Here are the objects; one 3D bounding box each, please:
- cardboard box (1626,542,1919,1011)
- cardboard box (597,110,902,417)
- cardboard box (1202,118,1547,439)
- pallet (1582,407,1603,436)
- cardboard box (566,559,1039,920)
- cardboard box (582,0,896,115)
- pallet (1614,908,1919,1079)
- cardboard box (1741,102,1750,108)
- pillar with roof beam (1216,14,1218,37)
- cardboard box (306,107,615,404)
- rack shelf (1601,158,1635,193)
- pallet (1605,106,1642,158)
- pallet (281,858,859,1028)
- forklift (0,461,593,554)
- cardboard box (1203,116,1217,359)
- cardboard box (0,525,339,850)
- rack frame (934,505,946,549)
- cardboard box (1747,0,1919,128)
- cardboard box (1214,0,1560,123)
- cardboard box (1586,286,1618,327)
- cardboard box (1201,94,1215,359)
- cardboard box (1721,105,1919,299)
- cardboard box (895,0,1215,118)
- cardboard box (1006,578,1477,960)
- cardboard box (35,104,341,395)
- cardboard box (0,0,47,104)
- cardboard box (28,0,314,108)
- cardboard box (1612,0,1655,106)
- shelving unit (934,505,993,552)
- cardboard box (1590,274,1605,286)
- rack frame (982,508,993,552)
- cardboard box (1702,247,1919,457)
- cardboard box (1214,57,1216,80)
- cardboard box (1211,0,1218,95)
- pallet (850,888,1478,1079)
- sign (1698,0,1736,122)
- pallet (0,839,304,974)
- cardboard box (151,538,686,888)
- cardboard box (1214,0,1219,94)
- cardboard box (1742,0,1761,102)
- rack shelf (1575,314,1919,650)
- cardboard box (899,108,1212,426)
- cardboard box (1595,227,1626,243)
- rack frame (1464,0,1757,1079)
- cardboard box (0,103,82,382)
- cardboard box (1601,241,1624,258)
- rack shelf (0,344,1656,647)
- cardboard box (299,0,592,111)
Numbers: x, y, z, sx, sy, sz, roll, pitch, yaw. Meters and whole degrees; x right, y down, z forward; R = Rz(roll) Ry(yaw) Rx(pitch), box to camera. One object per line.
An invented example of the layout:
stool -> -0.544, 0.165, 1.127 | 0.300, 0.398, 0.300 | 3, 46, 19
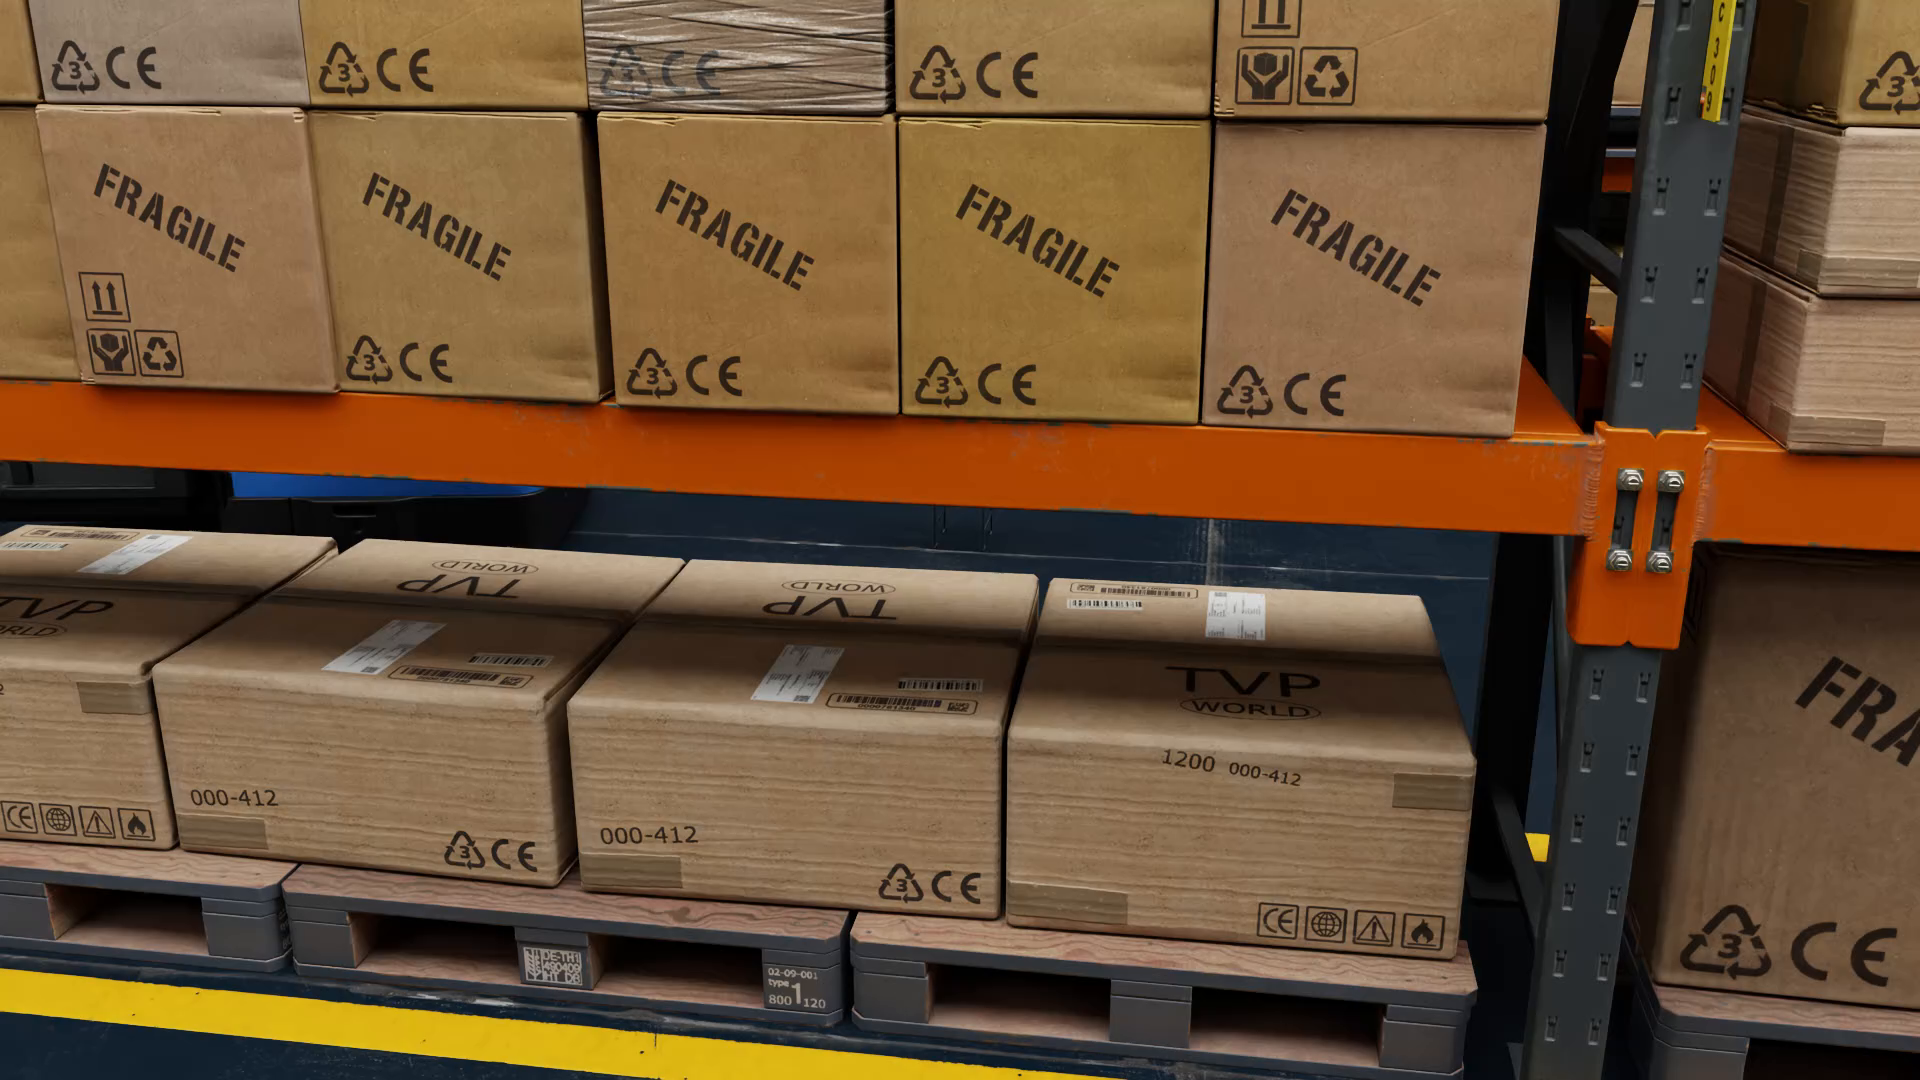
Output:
cardboard box -> 1.814, 0.316, 3.319 | 0.875, 0.875, 0.875 | 4, 19, 10
cardboard box -> -0.317, -0.535, 3.016 | 0.500, 0.500, 0.500 | 3, 19, 8
cardboard box -> 0.690, -0.490, 2.882 | 0.500, 0.500, 0.500 | 3, 19, 9
pallet -> 2.781, -0.703, 8.071 | 1.213, 0.211, 1.003 | 3, 19, 9
cardboard box -> -0.298, 0.407, 3.736 | 0.875, 0.438, 0.875 | 2, 19, 7
cardboard box -> -0.325, -1.009, 2.857 | 0.500, 0.500, 0.500 | 3, 19, 9
pallet -> 1.963, 0.839, 3.464 | 1.213, 0.211, 1.003 | 3, 19, 9
cardboard box -> 1.663, -0.719, 3.173 | 0.500, 0.250, 0.500 | 3, 19, 9
pillar with roof beam -> 0.745, -3.868, 3.681 | 0.400, 9.000, 9.100 | 3, 19, 9
cardboard box -> -0.832, -0.566, 3.109 | 0.500, 0.500, 0.500 | 4, 19, 10
rack shelf -> 3.947, -1.612, 7.529 | 4.000, 0.370, 1.077 | 3, 19, 9
pallet -> 2.744, -1.889, 7.523 | 1.213, 0.211, 1.003 | 3, 19, 9
pallet -> -0.758, 0.700, 3.878 | 1.213, 0.211, 1.003 | 3, 19, 9
forklift -> -2.981, -1.400, 5.868 | 3.031, 2.935, 1.130 | -1, 19, -1
cardboard box -> 0.767, -0.652, 3.367 | 0.500, 0.500, 0.500 | 4, 19, 10
cardboard box -> -2.093, 0.317, 4.003 | 0.875, 0.438, 0.875 | 2, 19, 7
rack frame -> -0.076, -0.573, 6.124 | 0.006, 1.200, 0.240 | 3, 19, 9
cardboard box -> 1.578, -0.908, 2.557 | 0.500, 0.500, 0.500 | 3, 19, 9
cardboard box -> 0.679, -0.958, 2.705 | 0.500, 0.500, 0.500 | 3, 19, 8
cardboard box -> 2.942, -0.949, 7.691 | 0.500, 0.500, 0.500 | 3, 19, 8
cardboard box -> 0.271, -0.679, 3.446 | 0.500, 0.500, 0.500 | 3, 19, 9
cardboard box -> 1.578, -0.554, 2.681 | 0.500, 0.250, 0.500 | 2, 19, 7
cardboard box -> 0.179, -0.986, 2.789 | 0.500, 0.500, 0.500 | 3, 19, 8
cardboard box -> 0.586, 0.452, 3.602 | 0.875, 0.438, 0.875 | 3, 19, 8
cardboard box -> -1.329, -0.586, 3.169 | 0.500, 0.500, 0.500 | 3, 19, 8
cardboard box -> -1.821, -1.085, 3.084 | 0.500, 0.500, 0.500 | 2, 19, 7
cardboard box -> -1.311, -1.061, 3.014 | 0.500, 0.500, 0.500 | 3, 19, 8
cardboard box -> 2.926, -2.180, 7.273 | 0.500, 0.500, 0.700 | 3, 19, 9
shelving unit -> 0.014, -0.568, 6.111 | 0.189, 1.200, 0.258 | 3, 19, 9
cardboard box -> 2.825, -1.275, 7.642 | 0.250, 0.149, 0.380 | 2, 19, 6
rack frame -> 0.105, -0.564, 6.097 | 0.006, 1.200, 0.240 | 3, 19, 9
cardboard box -> 1.581, -0.323, 2.778 | 0.500, 0.250, 0.500 | 2, 19, 7
cardboard box -> 0.934, -2.094, 7.602 | 0.500, 0.250, 0.500 | 3, 19, 9
cardboard box -> 0.259, -1.148, 3.273 | 0.500, 0.500, 0.500 | 3, 19, 8
pallet -> 0.450, 0.761, 3.697 | 1.213, 0.211, 1.003 | 3, 19, 9
sign -> 1.102, -0.773, 2.397 | 0.005, 0.325, 0.100 | 3, 19, 9
pallet -> -1.959, 0.638, 4.064 | 1.213, 0.211, 1.003 | 3, 19, 9
cardboard box -> -1.188, 0.361, 3.873 | 0.875, 0.438, 0.875 | 3, 19, 10
cardboard box -> 0.757, -1.120, 3.191 | 0.500, 0.500, 0.500 | 3, 19, 9
cardboard box -> 1.670, -1.077, 3.060 | 0.500, 0.500, 0.500 | 4, 19, 10
rack shelf -> 3.163, -0.057, 2.880 | 4.000, 0.370, 1.077 | 3, 19, 9
cardboard box -> 0.181, -0.514, 2.954 | 0.500, 0.500, 0.500 | 2, 19, 7
cardboard box -> 3.140, -1.422, 8.080 | 0.250, 0.149, 0.380 | 2, 19, 6
rack frame -> 1.189, -0.499, 3.067 | 0.127, 3.000, 1.000 | 3, 19, 9
cardboard box -> -1.828, -0.617, 3.262 | 0.500, 0.500, 0.500 | 3, 19, 8
cardboard box -> 3.098, -1.266, 7.614 | 0.250, 0.149, 0.380 | 3, 19, 8
rack shelf -> -0.786, -0.258, 3.482 | 4.000, 0.370, 1.077 | 3, 19, 9
cardboard box -> -0.818, -1.036, 2.940 | 0.500, 0.500, 0.500 | 3, 19, 9
